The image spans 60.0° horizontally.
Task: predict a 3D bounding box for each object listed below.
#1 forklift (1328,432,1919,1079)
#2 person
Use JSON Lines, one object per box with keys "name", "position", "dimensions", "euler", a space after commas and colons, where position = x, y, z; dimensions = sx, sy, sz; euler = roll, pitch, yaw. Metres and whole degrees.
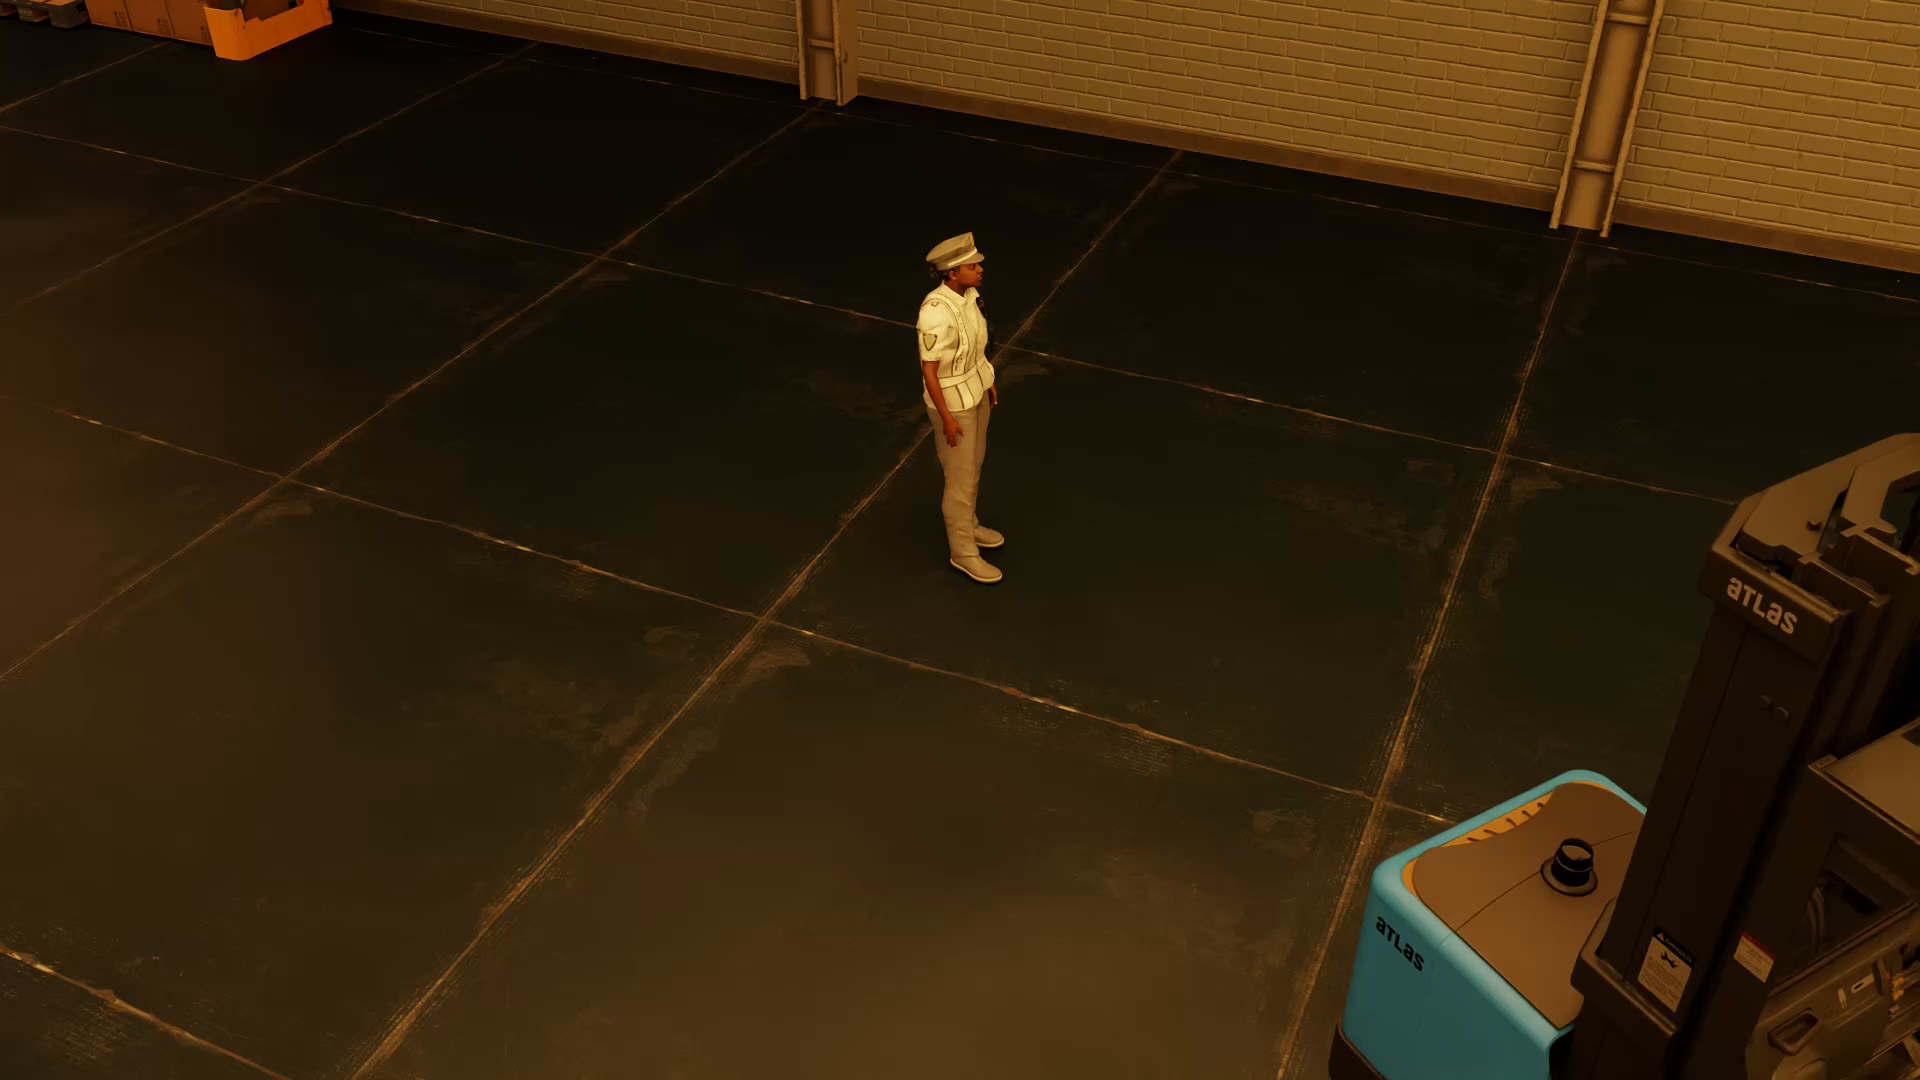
{"name": "forklift", "position": [2.474, 1.324, 4.230], "dimensions": [1.130, 2.935, 3.031], "euler": [-19, 40, -24]}
{"name": "person", "position": [0.060, -0.667, 8.074], "dimensions": [0.530, 1.695, 0.569], "euler": [15, 38, 20]}
